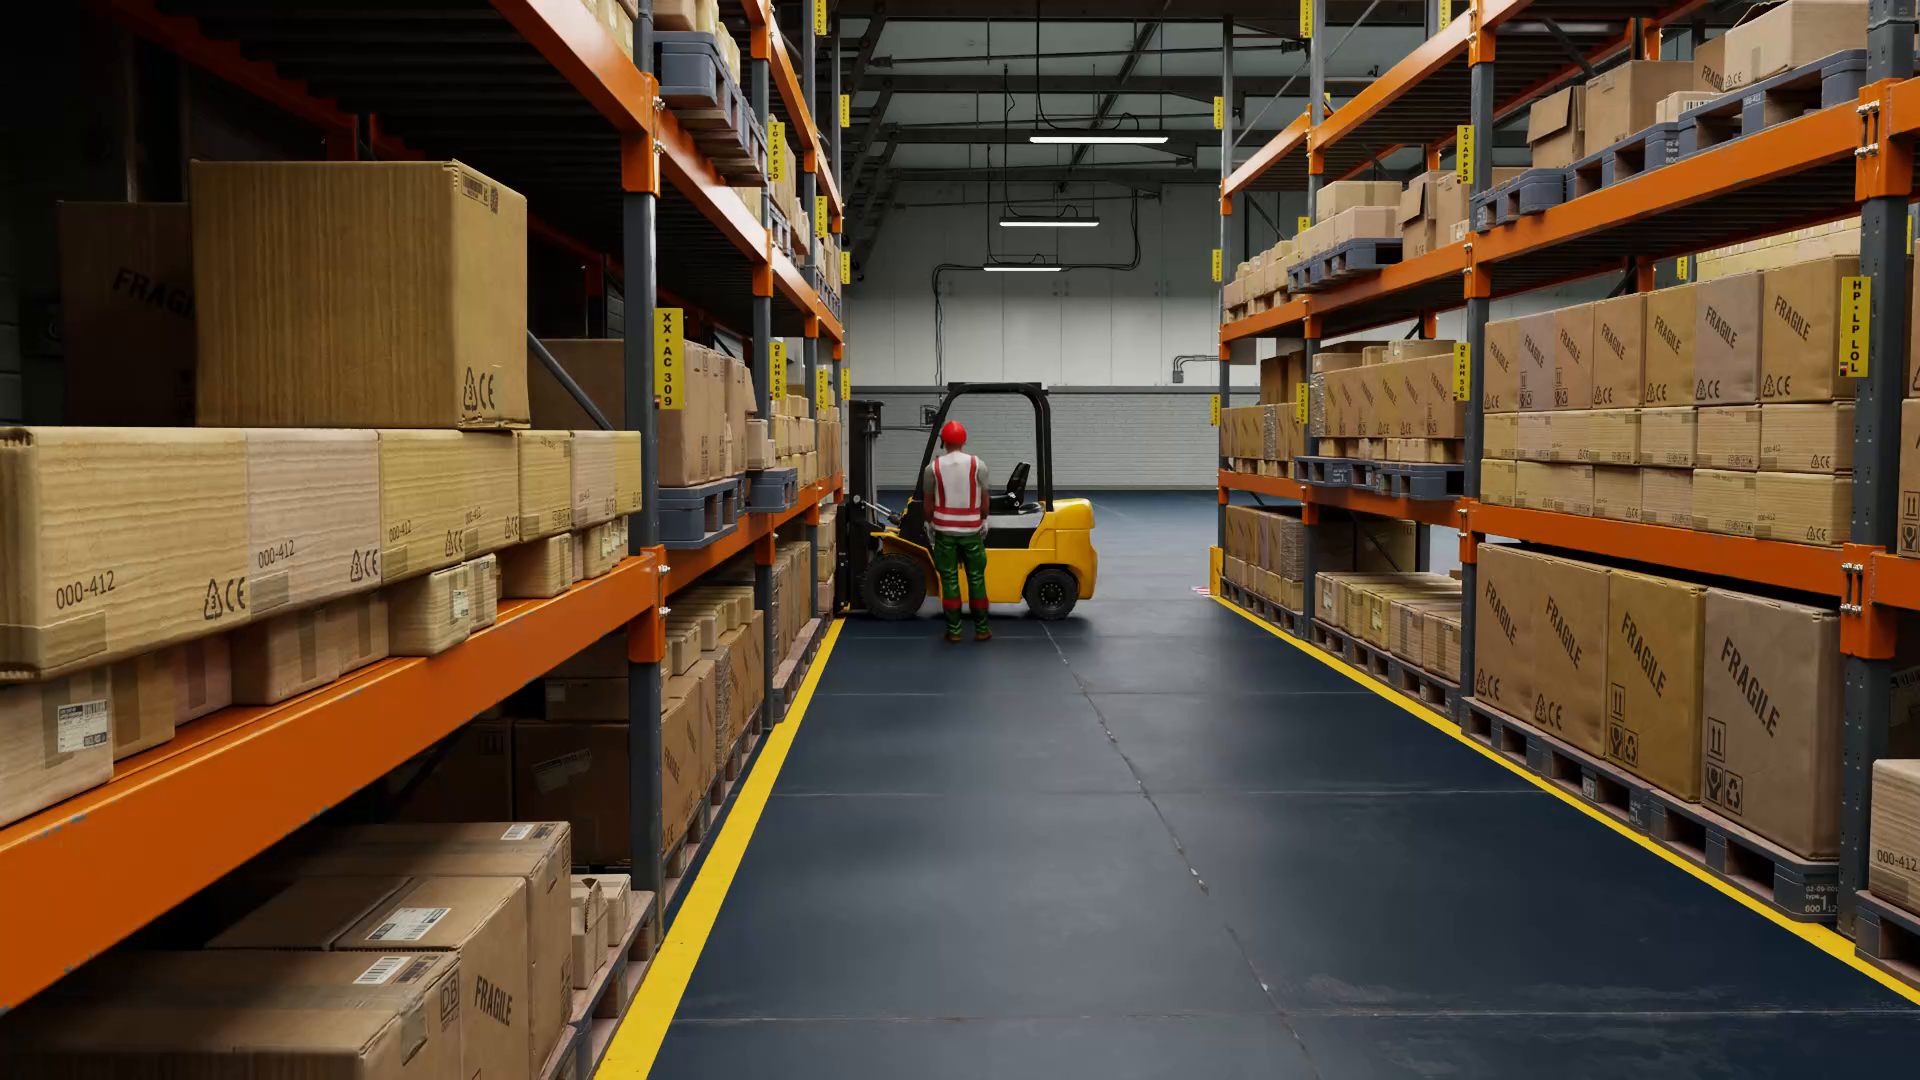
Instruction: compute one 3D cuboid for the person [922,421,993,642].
[{"bbox_3d":[-0.014,-0.075,13.541,0.584,1.789,0.556,0,4,-1],"label":"person"}]
